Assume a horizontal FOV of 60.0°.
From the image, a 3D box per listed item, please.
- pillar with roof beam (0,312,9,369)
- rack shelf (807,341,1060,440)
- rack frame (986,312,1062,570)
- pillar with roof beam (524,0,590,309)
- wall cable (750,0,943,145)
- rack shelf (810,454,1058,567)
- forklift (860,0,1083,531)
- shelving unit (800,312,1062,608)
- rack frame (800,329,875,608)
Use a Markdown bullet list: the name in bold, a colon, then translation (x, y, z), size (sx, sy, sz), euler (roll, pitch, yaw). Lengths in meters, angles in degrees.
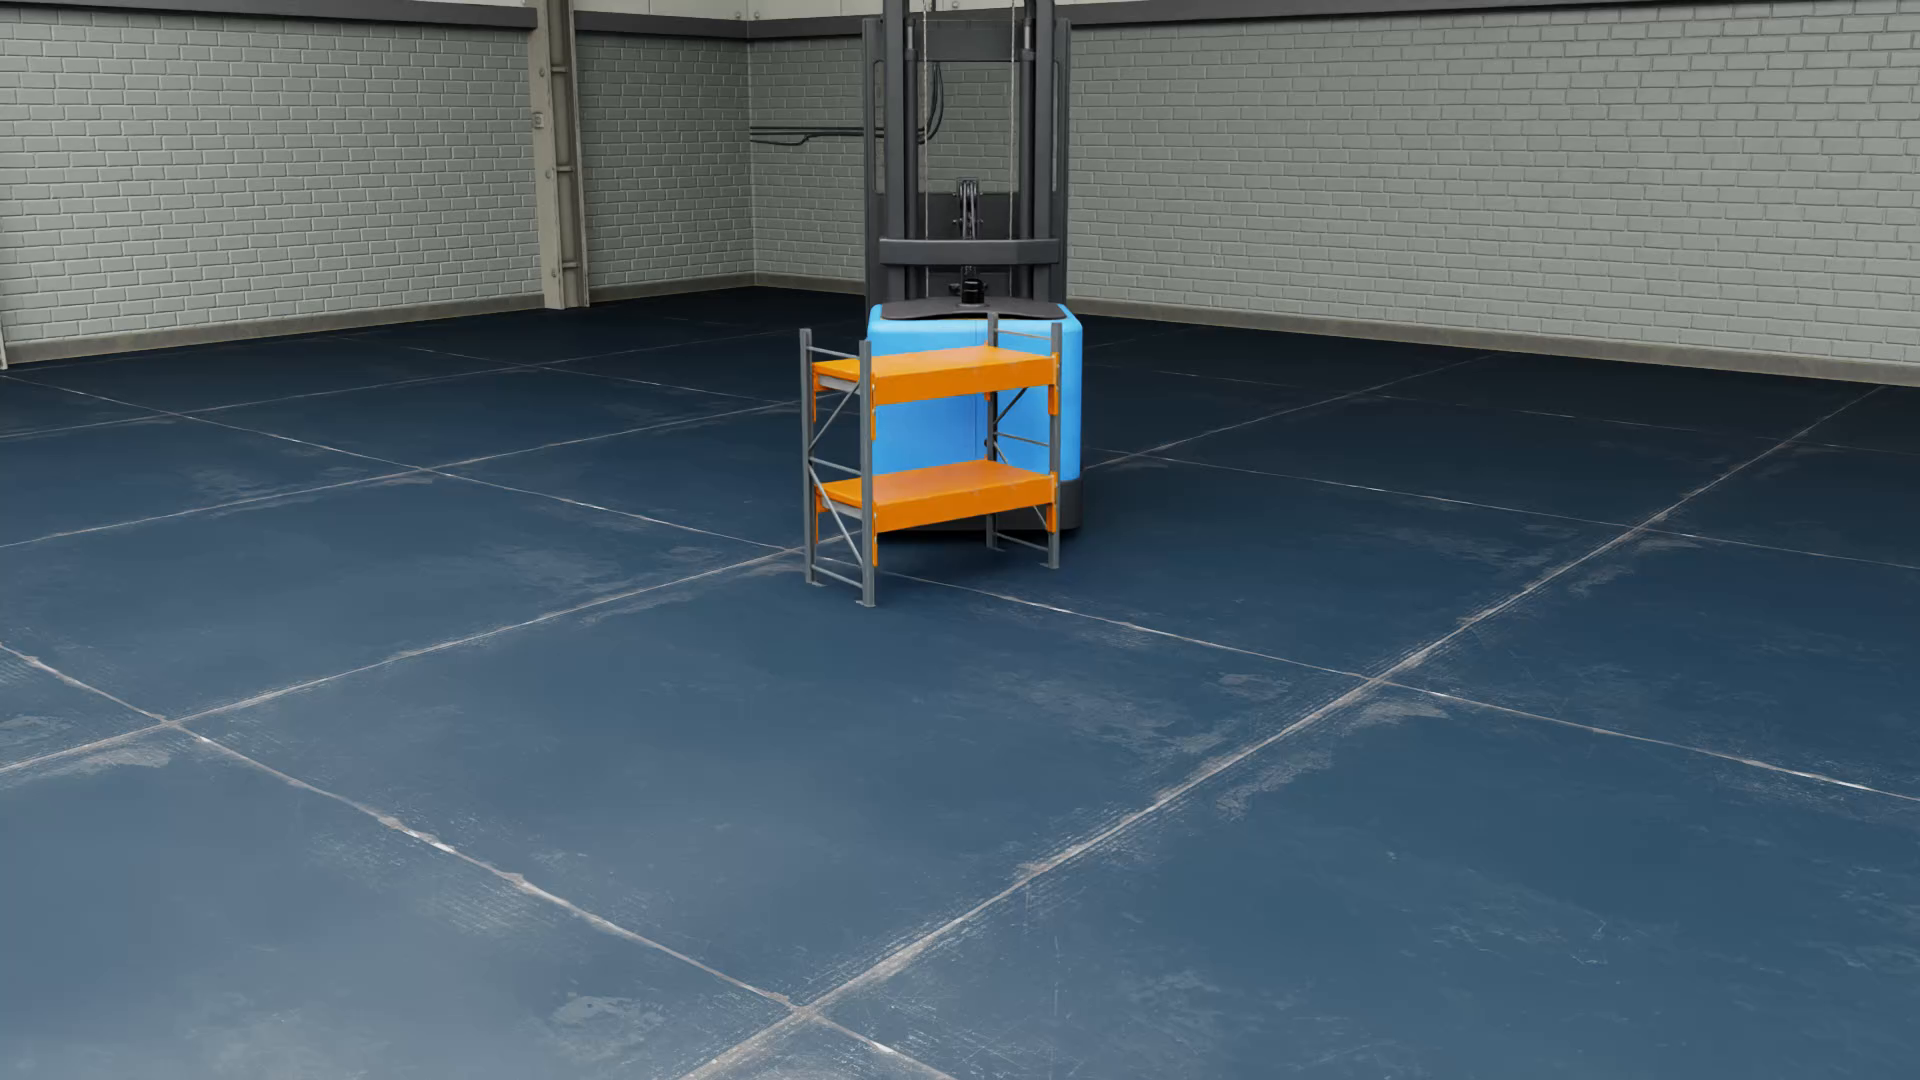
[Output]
- **pillar with roof beam**: translation (-4.711, -5.088, 9.874), size (9.100, 9.000, 0.400), euler (11, 18, 38)
- **rack shelf**: translation (-0.116, -0.668, 7.279), size (1.000, 0.278, 0.538), euler (-11, 18, -36)
- **rack frame**: translation (0.290, -0.460, 7.648), size (0.032, 1.125, 0.500), euler (-11, 18, -36)
- **pillar with roof beam**: translation (-0.940, -6.237, 14.398), size (9.100, 9.000, 0.400), euler (11, 18, 38)
- **wall cable**: translation (-1.408, -5.758, 18.818), size (3.097, 2.526, 0.112), euler (11, 18, 38)
- **rack shelf**: translation (-0.116, -0.147, 7.411), size (1.000, 0.278, 0.538), euler (-11, 18, -36)
- **forklift**: translation (0.023, -1.769, 9.133), size (1.130, 2.935, 3.031), euler (-1, 14, -2)
- **shelving unit**: translation (-0.116, -0.384, 7.351), size (1.048, 1.125, 0.538), euler (-11, 18, -36)
- **rack frame**: translation (-0.522, -0.309, 7.054), size (0.032, 1.125, 0.500), euler (-11, 18, -36)
